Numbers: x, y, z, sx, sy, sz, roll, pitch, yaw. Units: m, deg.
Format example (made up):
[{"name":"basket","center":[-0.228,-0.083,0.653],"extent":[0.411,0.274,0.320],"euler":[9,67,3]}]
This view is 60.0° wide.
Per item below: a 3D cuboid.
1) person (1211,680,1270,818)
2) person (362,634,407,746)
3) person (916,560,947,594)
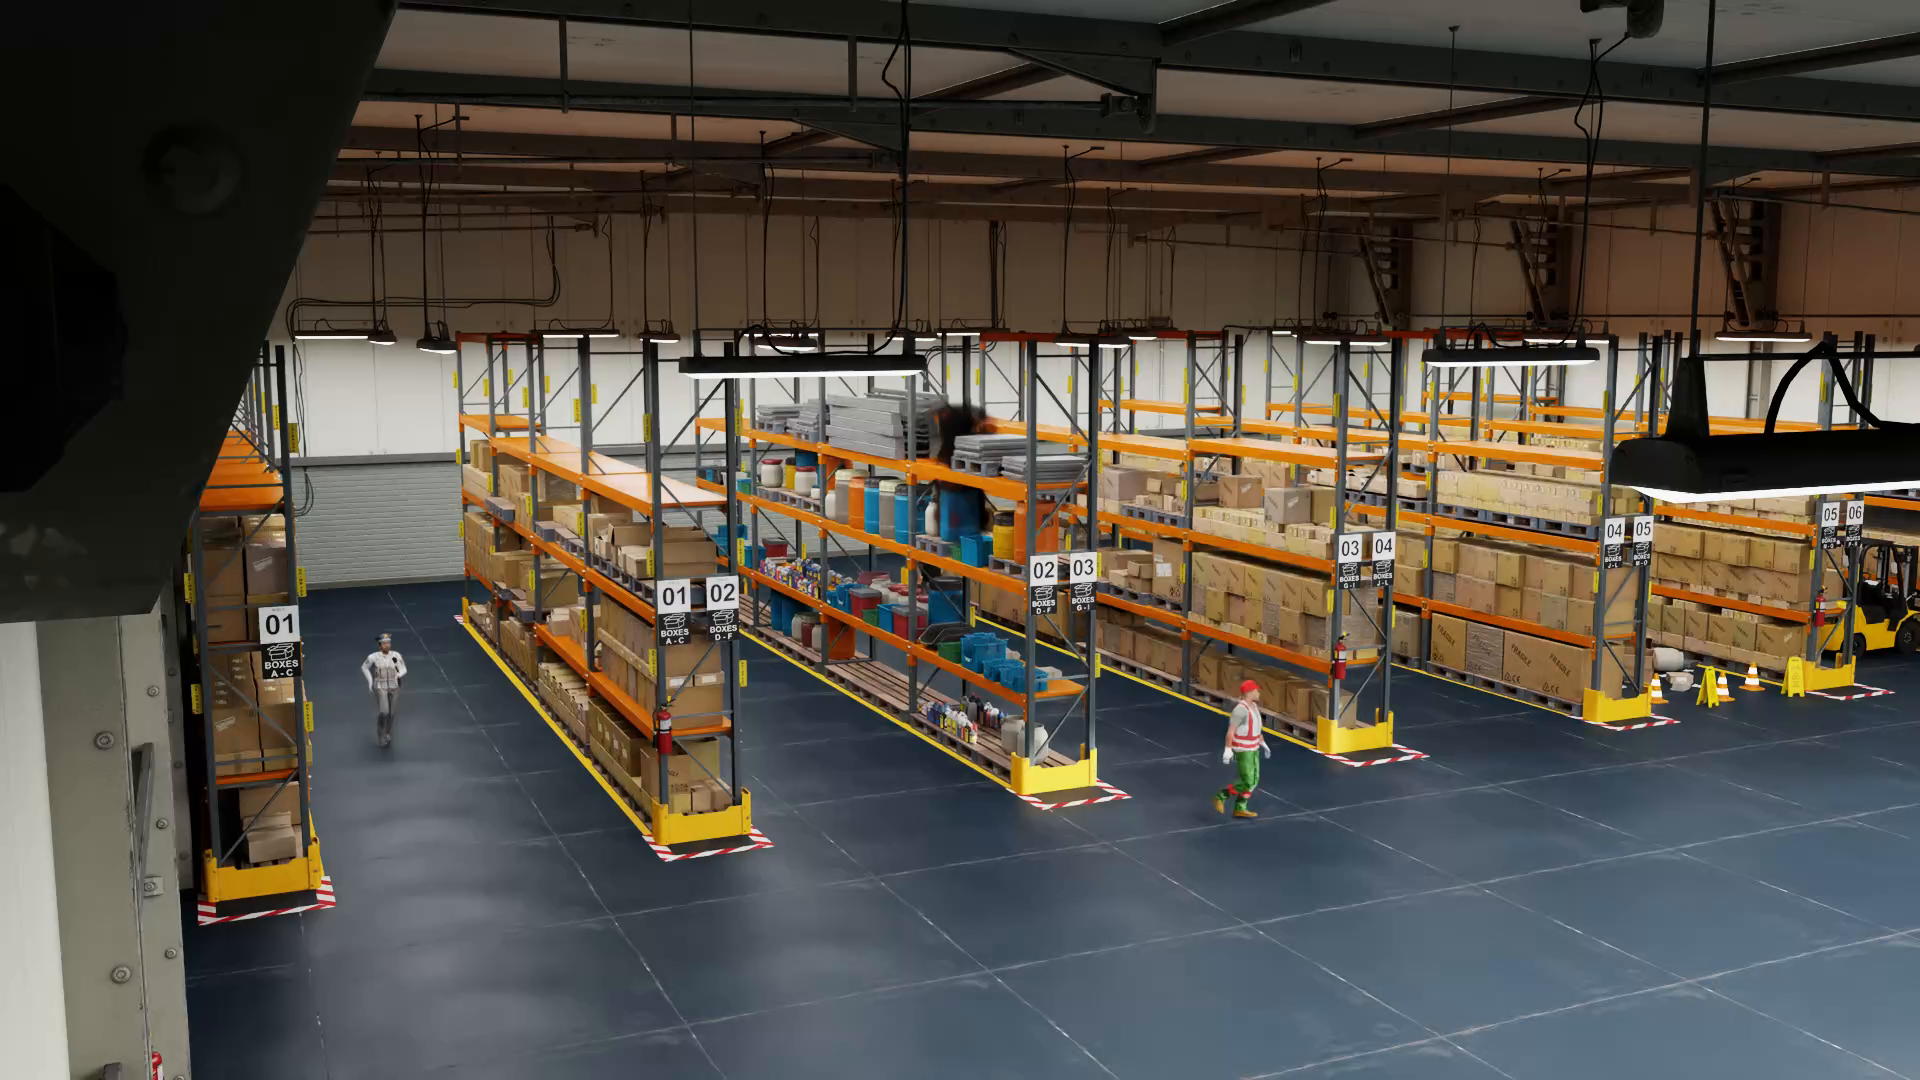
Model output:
[{"name":"person","center":[3.549,2.640,20.986],"extent":[0.557,1.749,0.766],"euler":[5,9,32]},{"name":"person","center":[-8.450,2.197,24.508],"extent":[0.600,1.678,0.643],"euler":[-5,9,-30]},{"name":"person","center":[-0.547,0.867,34.243],"extent":[0.638,1.681,0.649],"euler":[-4,9,-27]}]
